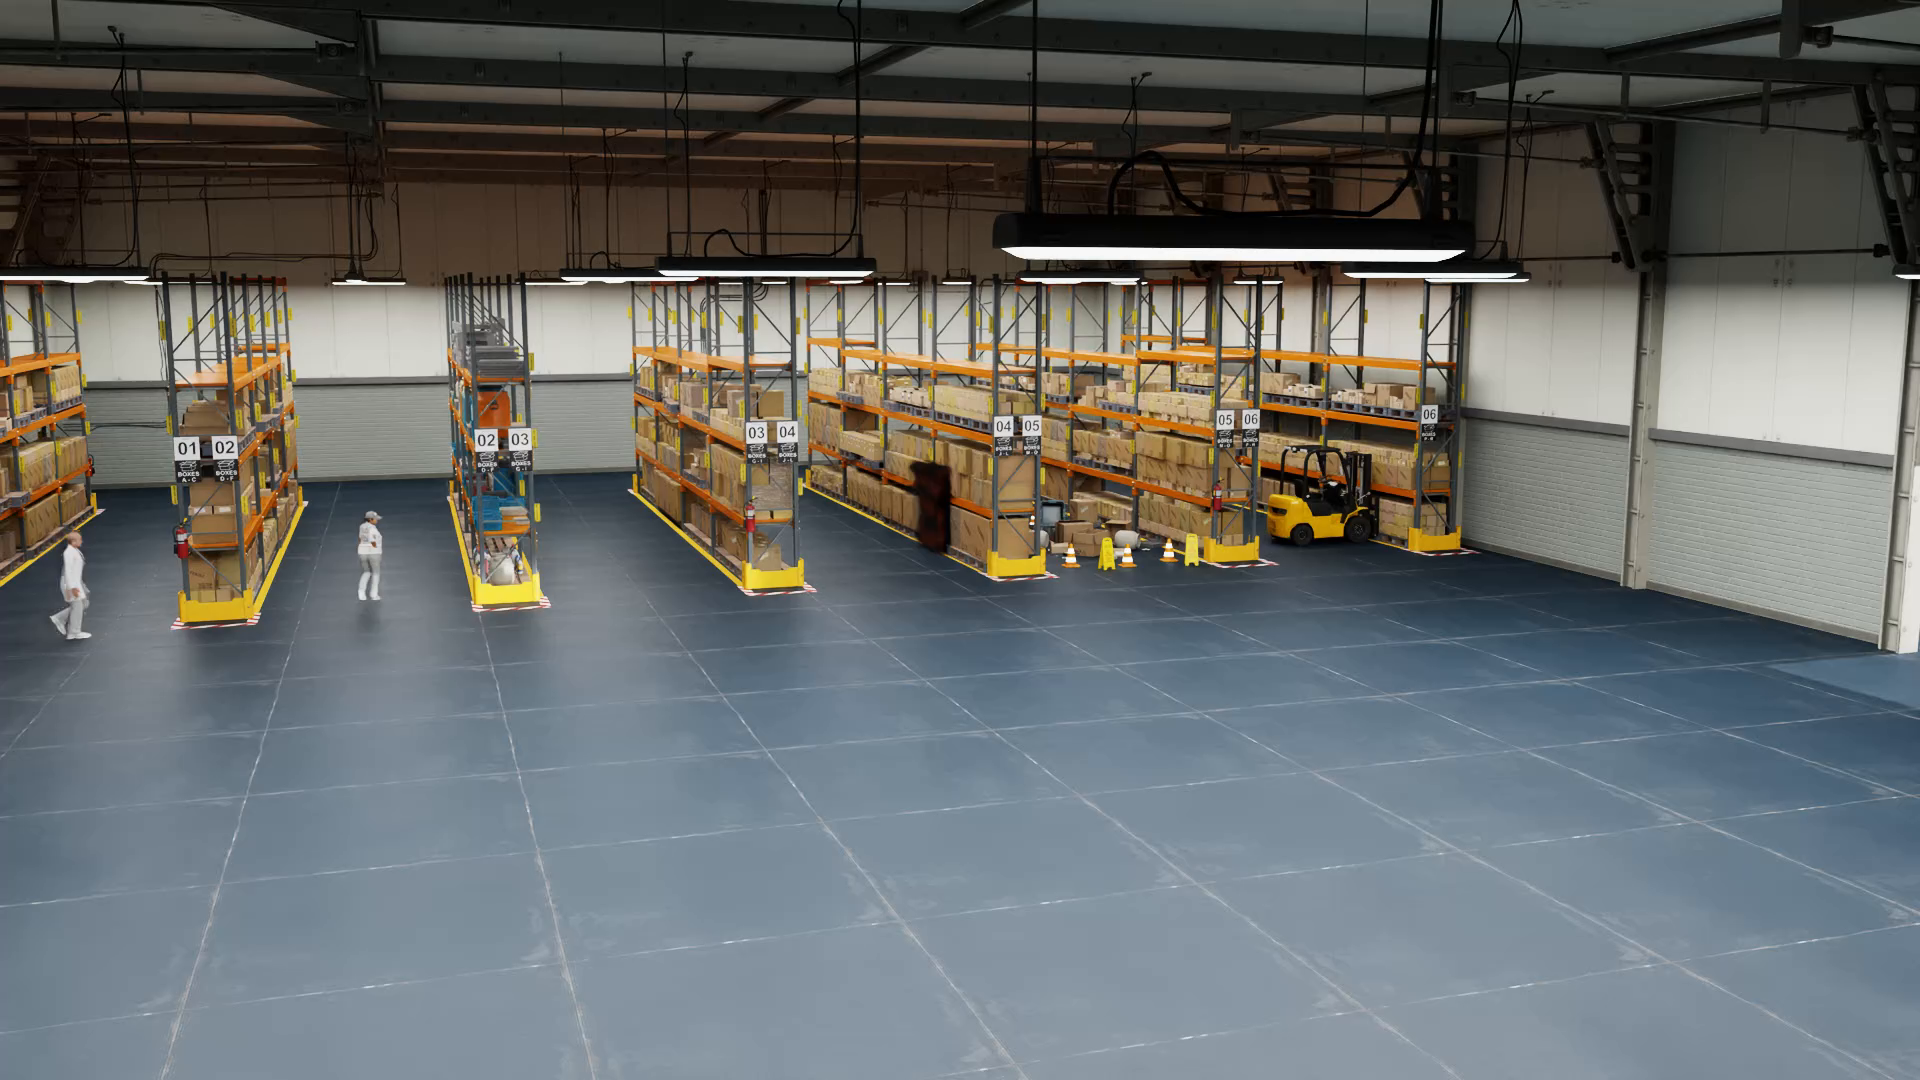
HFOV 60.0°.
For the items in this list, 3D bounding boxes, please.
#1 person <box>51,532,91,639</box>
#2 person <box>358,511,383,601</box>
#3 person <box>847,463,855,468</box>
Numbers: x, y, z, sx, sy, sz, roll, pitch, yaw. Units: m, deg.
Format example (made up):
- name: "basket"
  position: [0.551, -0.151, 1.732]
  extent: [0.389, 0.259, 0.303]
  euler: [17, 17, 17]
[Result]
- name: "person"
  position: [-14.602, 0.750, 27.197]
  extent: [0.616, 1.758, 0.646]
  euler: [-3, 9, -16]
- name: "person"
  position: [-10.856, 0.288, 30.604]
  extent: [0.495, 1.658, 0.505]
  euler: [2, 9, 12]
- name: "person"
  position: [-3.307, -2.556, 49.762]
  extent: [0.492, 1.599, 0.377]
  euler: [6, 11, 36]
